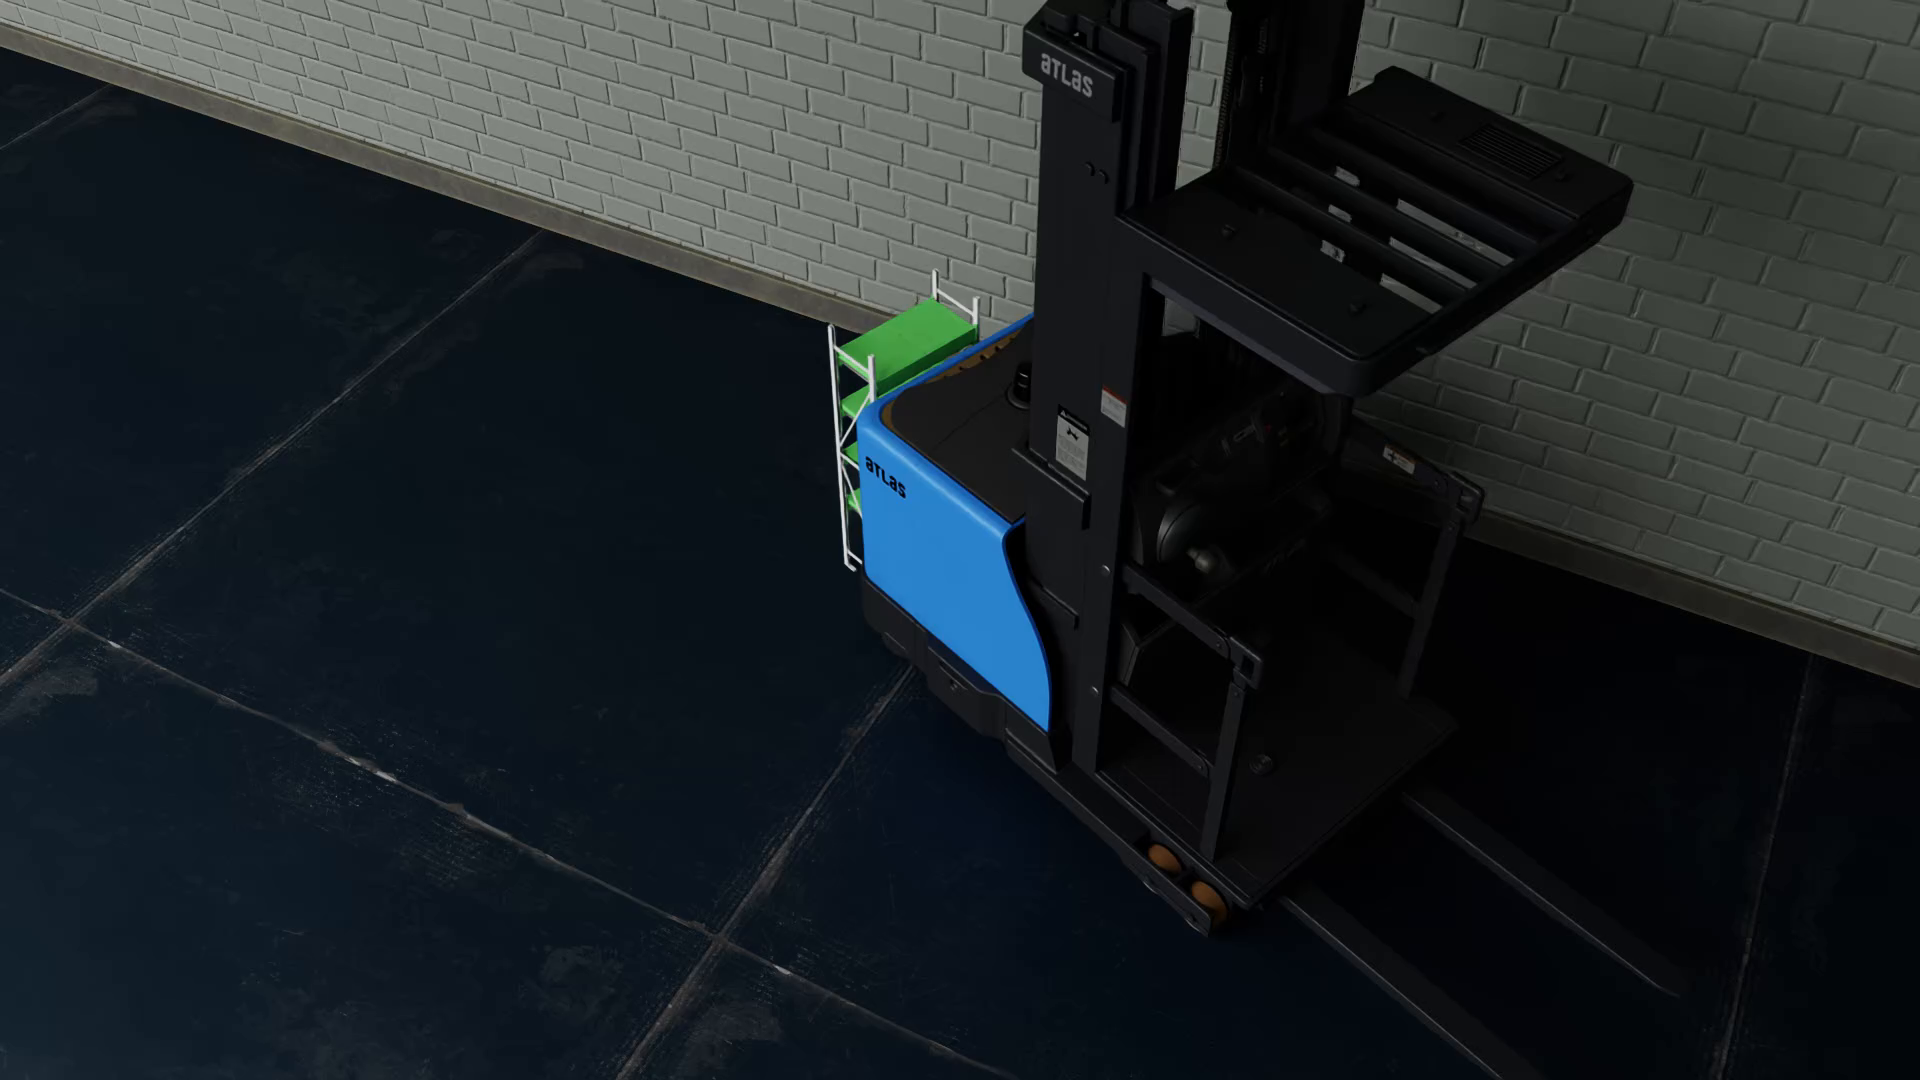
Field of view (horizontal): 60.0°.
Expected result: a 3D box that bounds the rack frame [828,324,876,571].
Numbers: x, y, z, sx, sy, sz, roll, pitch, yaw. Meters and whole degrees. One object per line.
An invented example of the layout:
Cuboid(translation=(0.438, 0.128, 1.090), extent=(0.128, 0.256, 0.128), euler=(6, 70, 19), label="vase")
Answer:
Cuboid(translation=(-0.376, -0.266, 6.169), extent=(0.015, 1.200, 0.240), euler=(-33, 54, -28), label="rack frame")

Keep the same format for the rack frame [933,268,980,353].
Cuboid(translation=(-0.014, -0.499, 6.399), extent=(0.015, 1.200, 0.240), euler=(-33, 54, -28), label="rack frame")

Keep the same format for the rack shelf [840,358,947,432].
Cuboid(translation=(-0.195, -0.506, 6.159), extent=(0.480, 0.148, 0.258), euler=(-33, 54, -28), label="rack shelf")

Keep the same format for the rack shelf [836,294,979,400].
Cuboid(translation=(-0.195, -0.675, 5.988), extent=(0.480, 0.148, 0.258), euler=(-33, 54, -28), label="rack shelf")

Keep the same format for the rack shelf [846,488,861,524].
Cuboid(translation=(-0.195, -0.169, 6.500), extent=(0.480, 0.148, 0.258), euler=(-33, 54, -28), label="rack shelf")

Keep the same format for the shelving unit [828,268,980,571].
Cuboid(translation=(-0.195, -0.382, 6.284), extent=(0.503, 1.200, 0.258), euler=(-33, 54, -28), label="shelving unit")

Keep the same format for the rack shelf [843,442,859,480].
Cuboid(translation=(-0.195, -0.337, 6.330), extent=(0.480, 0.148, 0.258), euler=(-33, 54, -28), label="rack shelf")

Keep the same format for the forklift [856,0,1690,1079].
Cuboid(translation=(0.982, -0.156, 4.844), extent=(1.130, 2.935, 3.031), euler=(-32, 54, -28), label="forklift")
